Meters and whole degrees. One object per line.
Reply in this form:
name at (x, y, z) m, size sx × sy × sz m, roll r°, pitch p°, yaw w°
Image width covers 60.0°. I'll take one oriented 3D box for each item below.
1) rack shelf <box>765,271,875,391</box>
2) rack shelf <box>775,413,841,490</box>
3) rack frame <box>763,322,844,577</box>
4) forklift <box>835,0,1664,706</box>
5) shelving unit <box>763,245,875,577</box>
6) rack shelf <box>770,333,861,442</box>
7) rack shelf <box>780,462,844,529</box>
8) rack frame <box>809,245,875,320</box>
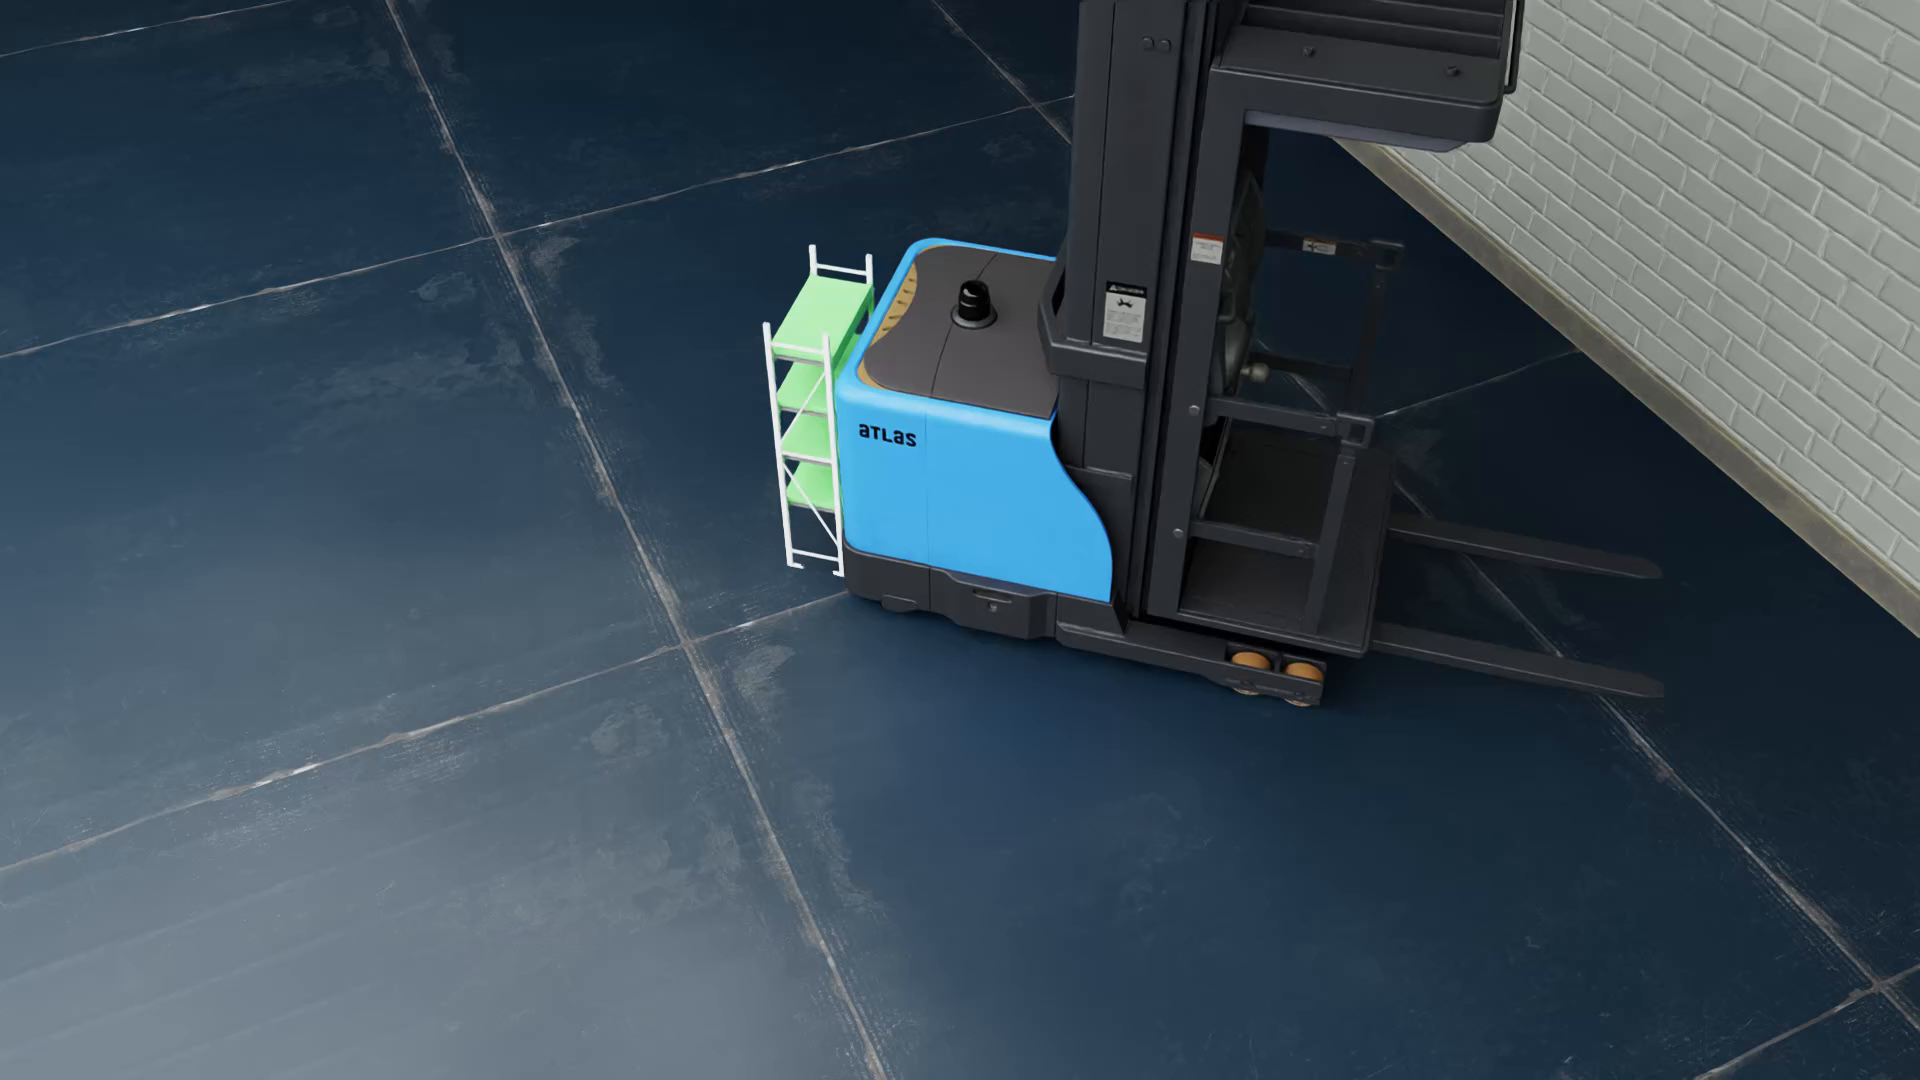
rack shelf at (-0.506, -0.769, 6.082) m, size 0.258 × 0.148 × 0.480 m, roll 11°, pitch 46°, yaw 11°
rack shelf at (-0.506, -0.427, 6.420) m, size 0.258 × 0.148 × 0.480 m, roll 11°, pitch 46°, yaw 11°
rack frame at (-0.571, -0.307, 6.207) m, size 0.240 × 1.200 × 0.015 m, roll 11°, pitch 46°, yaw 11°
forklift at (1.123, -0.850, 5.525) m, size 3.031 × 2.935 × 1.130 m, roll 11°, pitch 46°, yaw 11°
shelving unit at (-0.506, -0.473, 6.375) m, size 0.258 × 1.200 × 0.503 m, roll 11°, pitch 46°, yaw 11°
rack shelf at (-0.506, -0.598, 6.251) m, size 0.258 × 0.148 × 0.480 m, roll 11°, pitch 46°, yaw 11°
rack shelf at (-0.506, -0.256, 6.588) m, size 0.258 × 0.148 × 0.480 m, roll 11°, pitch 46°, yaw 11°
rack frame at (-0.440, -0.638, 6.542) m, size 0.240 × 1.200 × 0.015 m, roll 11°, pitch 46°, yaw 11°
